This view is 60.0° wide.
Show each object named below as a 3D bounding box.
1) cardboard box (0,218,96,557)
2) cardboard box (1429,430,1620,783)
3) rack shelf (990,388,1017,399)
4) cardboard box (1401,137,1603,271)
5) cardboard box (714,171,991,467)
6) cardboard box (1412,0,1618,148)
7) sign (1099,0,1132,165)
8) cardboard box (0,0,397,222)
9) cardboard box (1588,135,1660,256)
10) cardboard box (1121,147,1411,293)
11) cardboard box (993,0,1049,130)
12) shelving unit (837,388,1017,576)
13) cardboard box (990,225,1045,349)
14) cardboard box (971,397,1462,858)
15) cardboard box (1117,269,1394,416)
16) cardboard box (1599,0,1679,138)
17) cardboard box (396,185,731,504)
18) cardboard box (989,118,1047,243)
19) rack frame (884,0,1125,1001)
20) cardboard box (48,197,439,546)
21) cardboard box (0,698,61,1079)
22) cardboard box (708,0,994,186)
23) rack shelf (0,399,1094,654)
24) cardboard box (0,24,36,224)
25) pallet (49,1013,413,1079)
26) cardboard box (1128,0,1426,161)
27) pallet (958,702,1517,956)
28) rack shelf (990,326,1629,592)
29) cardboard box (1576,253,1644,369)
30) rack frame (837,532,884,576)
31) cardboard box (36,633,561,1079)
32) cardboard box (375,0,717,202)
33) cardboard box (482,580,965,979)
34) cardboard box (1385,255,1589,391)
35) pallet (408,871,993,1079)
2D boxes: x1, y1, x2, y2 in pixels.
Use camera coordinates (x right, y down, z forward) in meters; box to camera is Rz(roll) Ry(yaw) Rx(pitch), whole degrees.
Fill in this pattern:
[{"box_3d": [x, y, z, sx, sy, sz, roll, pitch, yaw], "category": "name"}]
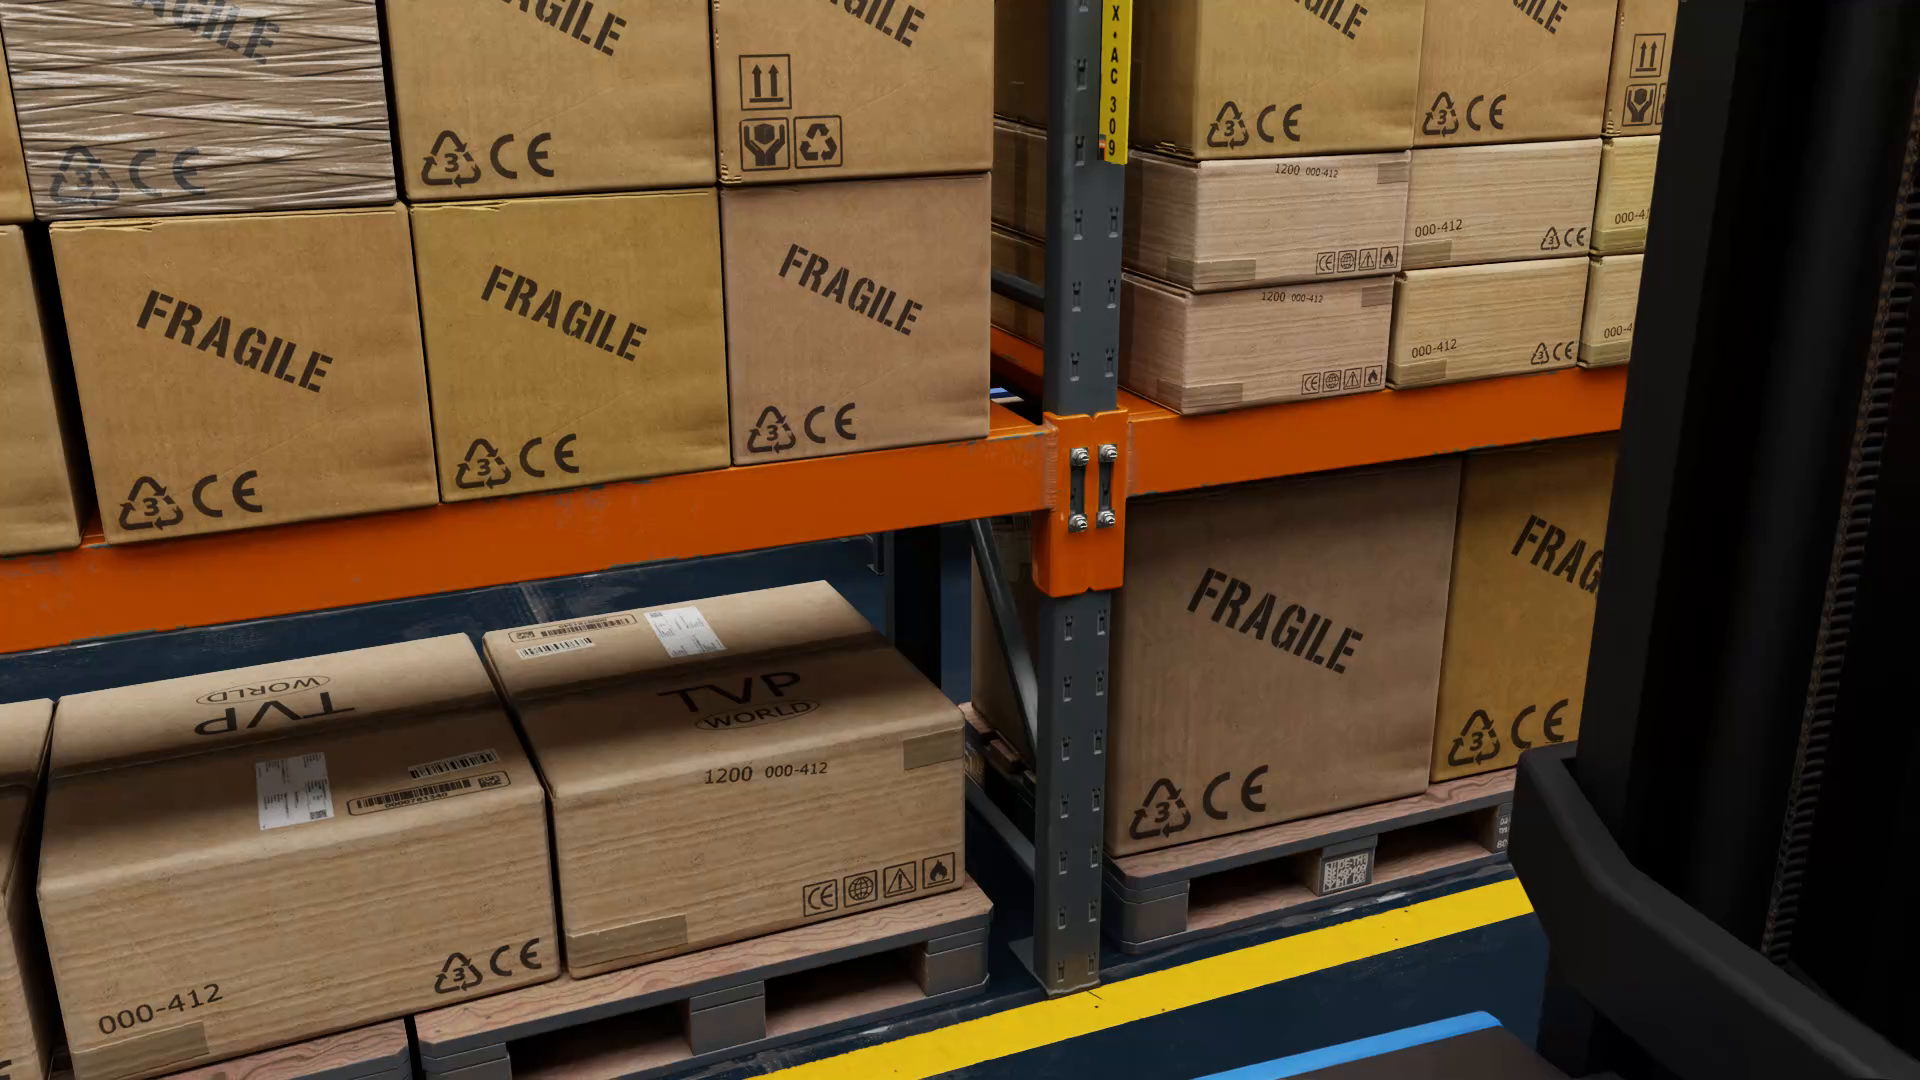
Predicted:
[{"box_3d": [-1.681, -0.268, 2.617, 0.500, 0.500, 0.500, -7, 21, -20], "category": "cardboard box"}, {"box_3d": [1.420, 0.013, 4.536, 0.875, 0.875, 0.875, -8, 21, -20], "category": "cardboard box"}, {"box_3d": [0.078, -0.549, 6.365, 1.000, 0.185, 0.538, -8, 21, -22], "category": "rack shelf"}, {"box_3d": [1.040, -0.778, 3.689, 0.500, 0.250, 0.500, -8, 21, -21], "category": "cardboard box"}, {"box_3d": [-0.268, -0.472, 3.197, 0.500, 0.500, 0.500, -8, 21, -21], "category": "cardboard box"}, {"box_3d": [1.030, -1.129, 3.555, 0.500, 0.500, 0.500, -8, 21, -22], "category": "cardboard box"}, {"box_3d": [0.278, -0.841, 2.971, 0.005, 0.325, 0.100, -8, 21, -22], "category": "sign"}, {"box_3d": [-1.200, -0.803, 2.629, 0.500, 0.500, 0.500, -8, 21, -21], "category": "cardboard box"}, {"box_3d": [1.514, -0.837, 3.855, 0.500, 0.250, 0.500, -8, 21, -21], "category": "cardboard box"}, {"box_3d": [0.572, -0.701, 3.470, 0.500, 0.250, 0.500, -9, 21, -23], "category": "cardboard box"}, {"box_3d": [0.367, -1.218, 3.810, 0.500, 0.500, 0.500, -7, 21, -20], "category": "cardboard box"}, {"box_3d": [0.078, -0.719, 6.305, 1.048, 1.500, 0.538, -8, 21, -22], "category": "shelving unit"}, {"box_3d": [0.368, -0.629, 4.019, 0.500, 0.250, 0.500, -9, 21, -23], "category": "cardboard box"}, {"box_3d": [0.594, 0.134, 4.192, 0.875, 0.875, 0.875, -7, 21, -20], "category": "cardboard box"}, {"box_3d": [0.565, -0.471, 3.569, 0.500, 0.250, 0.500, -9, 21, -23], "category": "cardboard box"}, {"box_3d": [1.492, -1.194, 3.740, 0.500, 0.500, 0.500, -9, 21, -23], "category": "cardboard box"}, {"box_3d": [-0.738, -0.403, 3.000, 0.500, 0.500, 0.500, -9, 21, -23], "category": "cardboard box"}, {"box_3d": [0.365, -0.861, 3.925, 0.500, 0.250, 0.500, -8, 21, -22], "category": "cardboard box"}, {"box_3d": [0.056, -0.564, 3.608, 0.127, 3.000, 1.000, -8, 21, -22], "category": "rack frame"}, {"box_3d": [-1.194, -0.332, 2.799, 0.500, 0.500, 0.500, -8, 21, -23], "category": "cardboard box"}, {"box_3d": [-2.213, 0.732, 3.152, 0.875, 0.438, 0.875, -8, 21, -20], "category": "cardboard box"}, {"box_3d": [-0.267, -0.937, 3.010, 0.500, 0.500, 0.500, -8, 21, -22], "category": "cardboard box"}, {"box_3d": [-1.780, 0.038, 2.980, 4.000, 0.370, 1.077, -8, 21, -22], "category": "rack shelf"}, {"box_3d": [-1.664, -0.739, 2.449, 0.500, 0.500, 0.500, -8, 21, -22], "category": "cardboard box"}, {"box_3d": [-1.795, 0.989, 3.395, 1.213, 0.211, 1.003, -8, 21, -22], "category": "pallet"}, {"box_3d": [0.574, -1.053, 3.341, 0.500, 0.500, 0.500, -8, 21, -21], "category": "cardboard box"}, {"box_3d": [0.735, 0.627, 4.425, 1.213, 0.211, 1.003, -8, 21, -22], "category": "pallet"}, {"box_3d": [1.893, -0.488, 4.475, 4.000, 0.370, 1.077, -8, 21, -22], "category": "rack shelf"}, {"box_3d": [1.516, -0.602, 3.941, 0.500, 0.250, 0.500, -8, 21, -22], "category": "cardboard box"}, {"box_3d": [-0.388, -0.652, 6.115, 0.032, 1.500, 0.500, -8, 21, -22], "category": "rack frame"}, {"box_3d": [-1.384, 0.614, 3.487, 0.875, 0.438, 0.875, -9, 21, -24], "category": "cardboard box"}, {"box_3d": [-0.737, -0.872, 2.827, 0.500, 0.500, 0.500, -8, 21, -23], "category": "cardboard box"}, {"box_3d": [-0.563, 0.496, 3.822, 0.875, 0.438, 0.875, -8, 21, -23], "category": "cardboard box"}, {"box_3d": [1.040, -0.539, 3.763, 0.500, 0.250, 0.500, -9, 21, -23], "category": "cardboard box"}, {"box_3d": [-0.673, 0.827, 3.855, 1.213, 0.211, 1.003, -8, 21, -22], "category": "pallet"}]
